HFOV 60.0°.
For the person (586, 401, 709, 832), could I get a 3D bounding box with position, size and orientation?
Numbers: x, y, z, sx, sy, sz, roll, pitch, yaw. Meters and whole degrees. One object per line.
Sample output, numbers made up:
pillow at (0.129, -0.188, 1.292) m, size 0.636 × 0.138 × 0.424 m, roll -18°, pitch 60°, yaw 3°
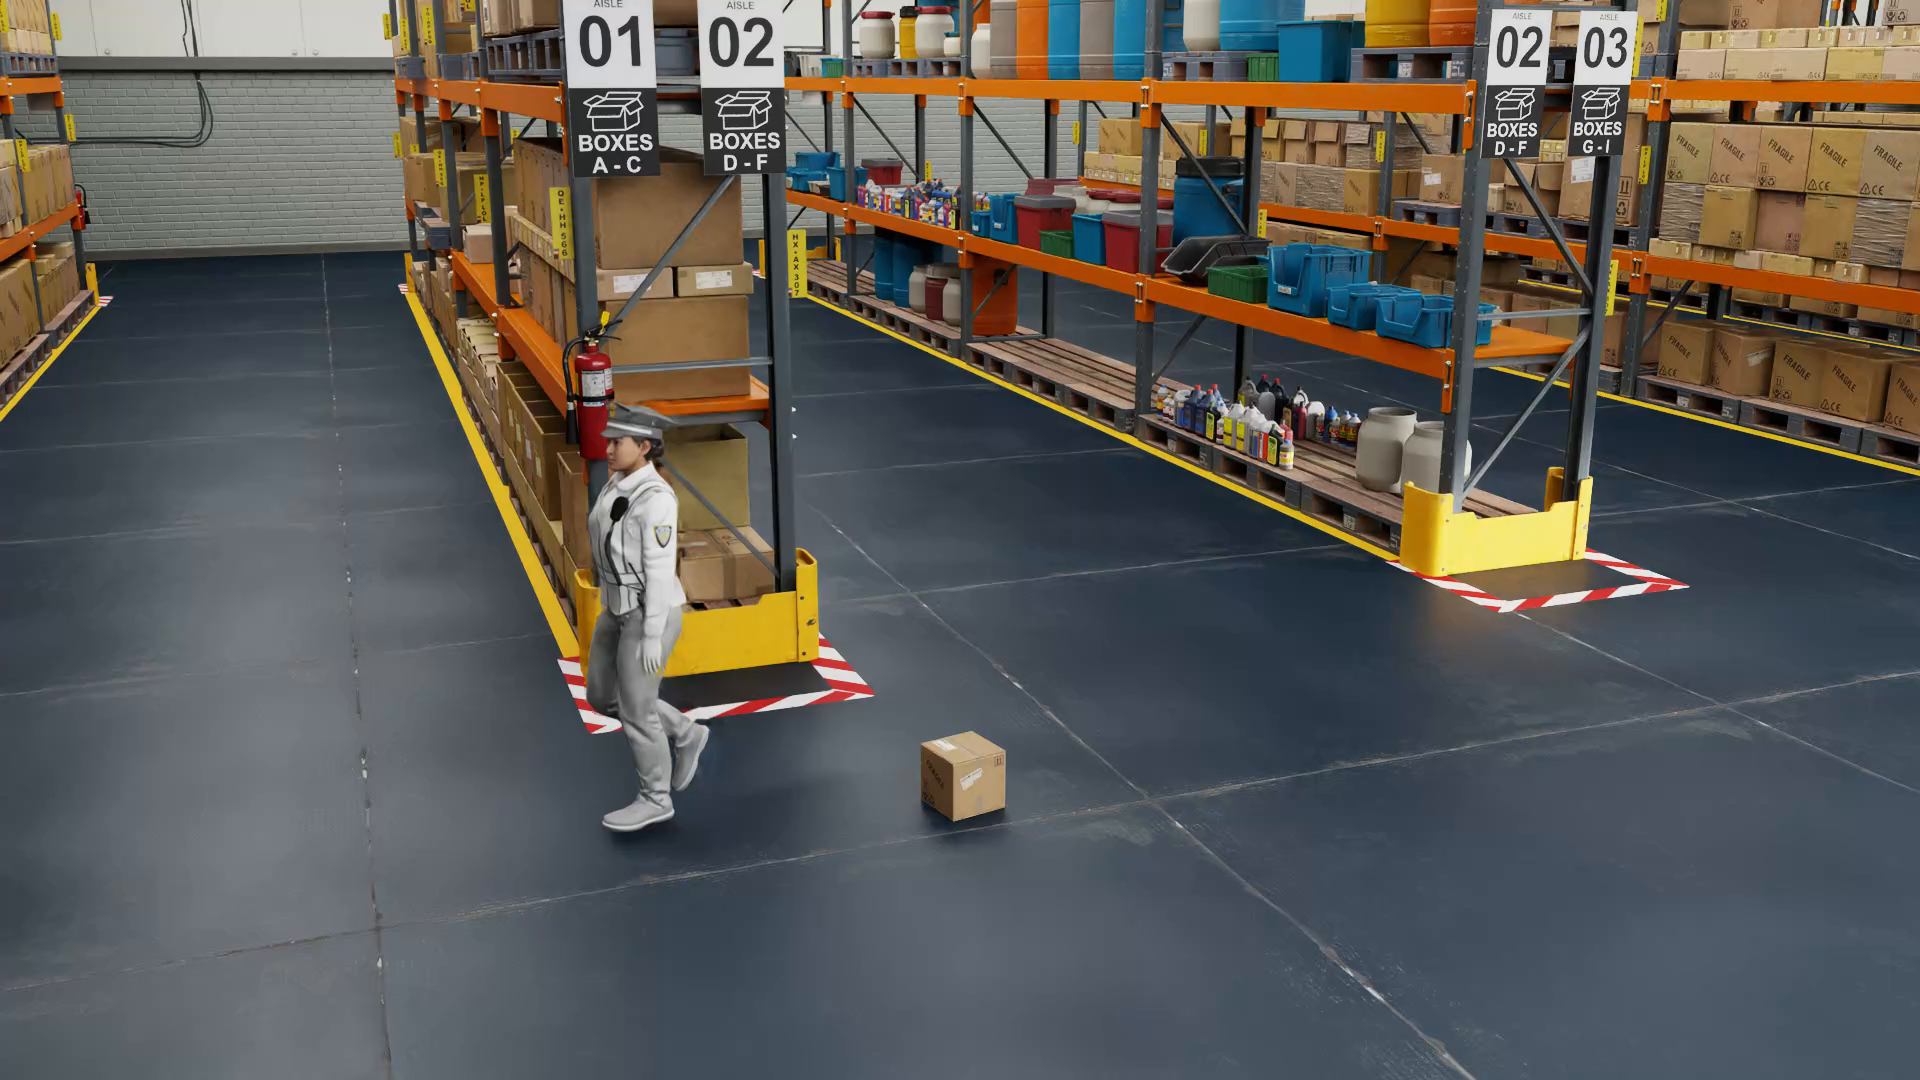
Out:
person at (-1.189, 0.278, 6.390) m, size 0.504 × 1.677 × 0.503 m, roll -9°, pitch 18°, yaw -30°
